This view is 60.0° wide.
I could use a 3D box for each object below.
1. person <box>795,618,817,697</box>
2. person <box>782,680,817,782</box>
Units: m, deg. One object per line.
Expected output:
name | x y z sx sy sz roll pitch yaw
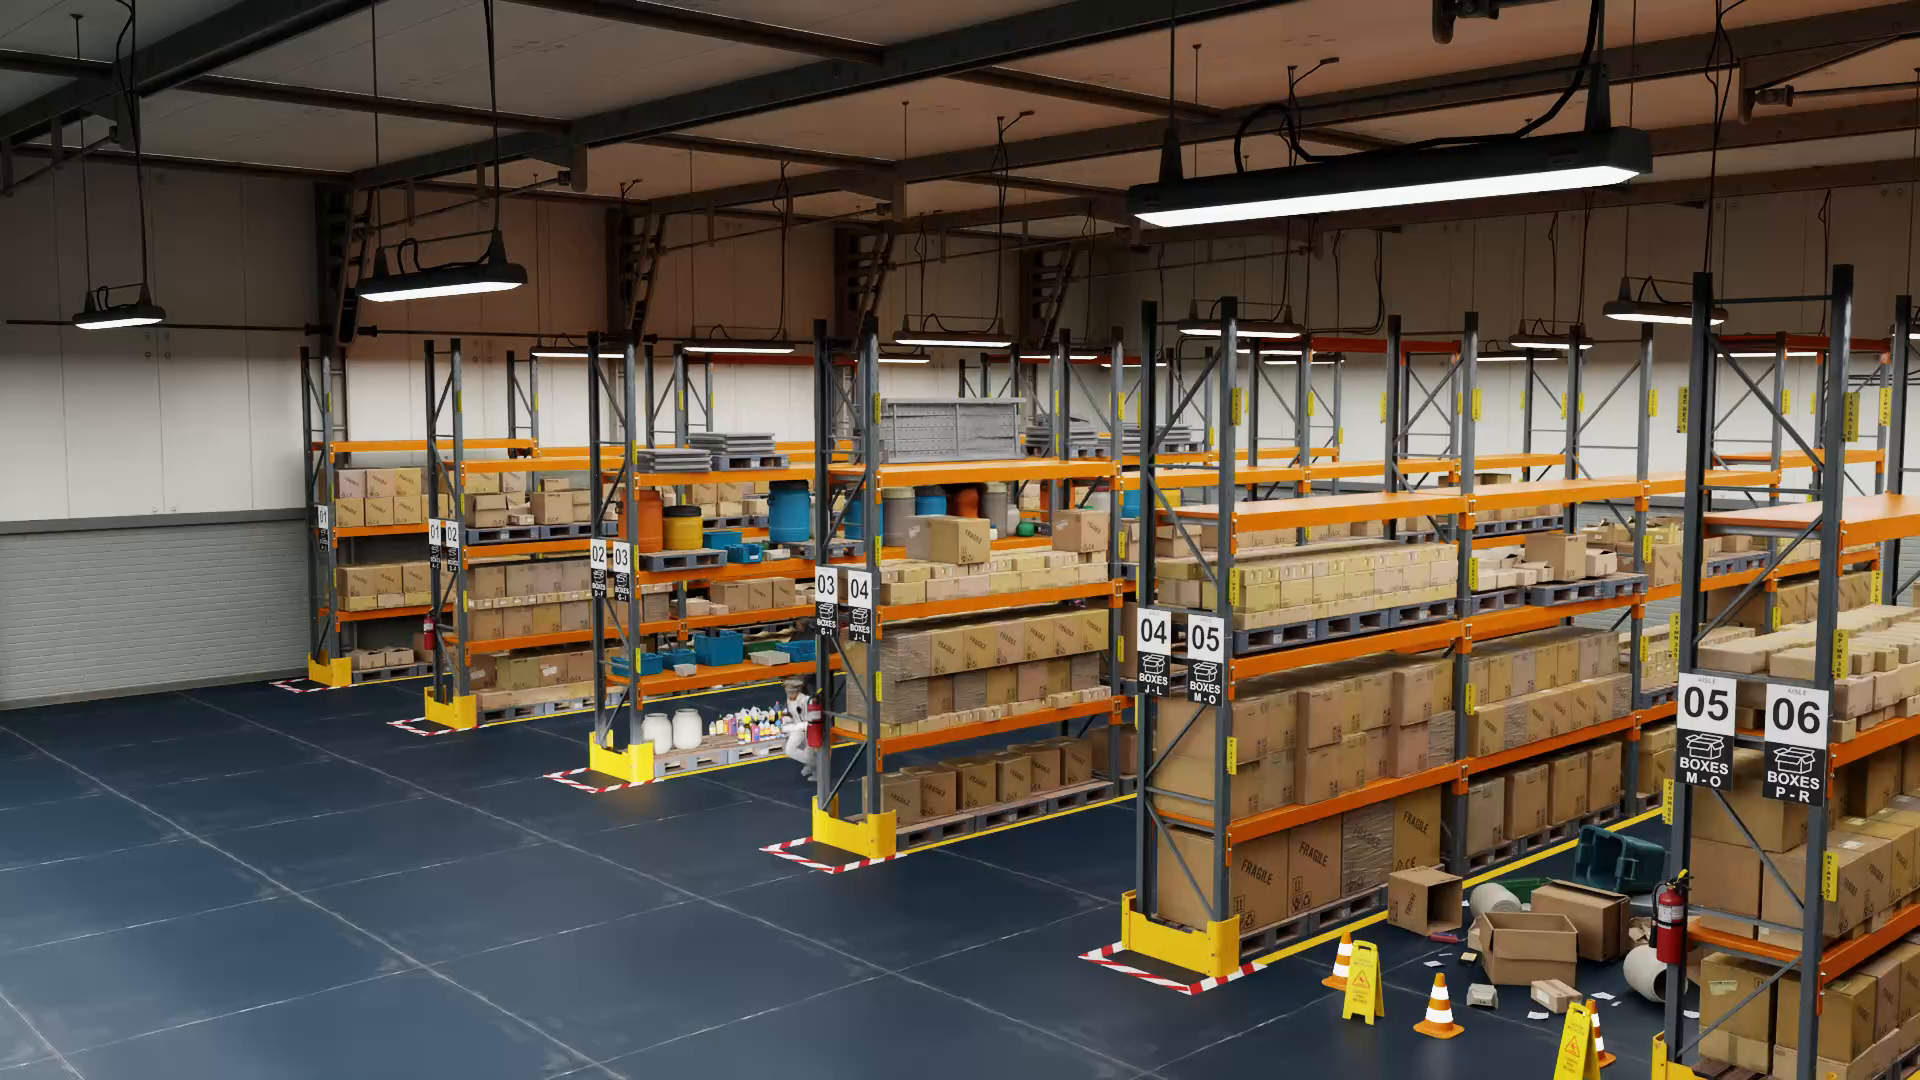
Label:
person | -2.380 2.063 26.441 0.946 1.537 0.511 -4 6 -38
person | -2.053 2.517 21.898 0.621 1.442 0.911 4 7 40
